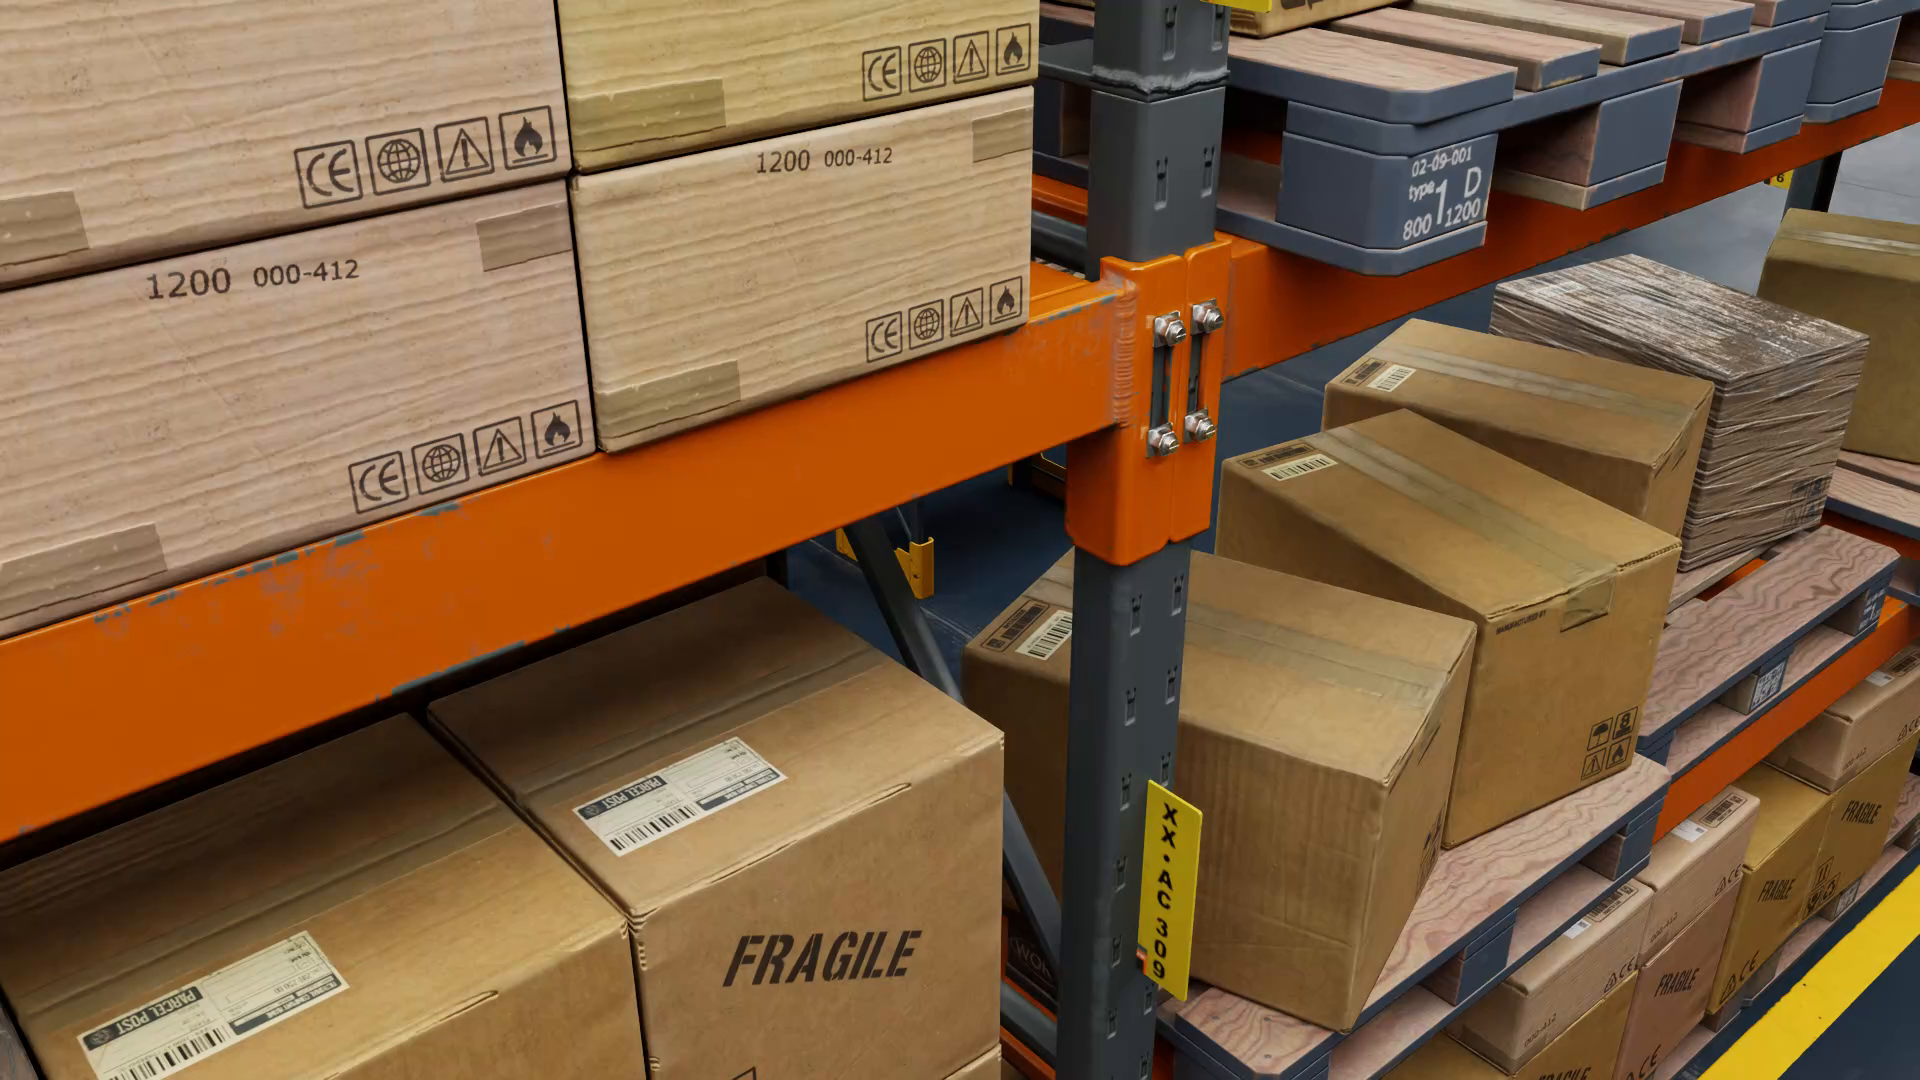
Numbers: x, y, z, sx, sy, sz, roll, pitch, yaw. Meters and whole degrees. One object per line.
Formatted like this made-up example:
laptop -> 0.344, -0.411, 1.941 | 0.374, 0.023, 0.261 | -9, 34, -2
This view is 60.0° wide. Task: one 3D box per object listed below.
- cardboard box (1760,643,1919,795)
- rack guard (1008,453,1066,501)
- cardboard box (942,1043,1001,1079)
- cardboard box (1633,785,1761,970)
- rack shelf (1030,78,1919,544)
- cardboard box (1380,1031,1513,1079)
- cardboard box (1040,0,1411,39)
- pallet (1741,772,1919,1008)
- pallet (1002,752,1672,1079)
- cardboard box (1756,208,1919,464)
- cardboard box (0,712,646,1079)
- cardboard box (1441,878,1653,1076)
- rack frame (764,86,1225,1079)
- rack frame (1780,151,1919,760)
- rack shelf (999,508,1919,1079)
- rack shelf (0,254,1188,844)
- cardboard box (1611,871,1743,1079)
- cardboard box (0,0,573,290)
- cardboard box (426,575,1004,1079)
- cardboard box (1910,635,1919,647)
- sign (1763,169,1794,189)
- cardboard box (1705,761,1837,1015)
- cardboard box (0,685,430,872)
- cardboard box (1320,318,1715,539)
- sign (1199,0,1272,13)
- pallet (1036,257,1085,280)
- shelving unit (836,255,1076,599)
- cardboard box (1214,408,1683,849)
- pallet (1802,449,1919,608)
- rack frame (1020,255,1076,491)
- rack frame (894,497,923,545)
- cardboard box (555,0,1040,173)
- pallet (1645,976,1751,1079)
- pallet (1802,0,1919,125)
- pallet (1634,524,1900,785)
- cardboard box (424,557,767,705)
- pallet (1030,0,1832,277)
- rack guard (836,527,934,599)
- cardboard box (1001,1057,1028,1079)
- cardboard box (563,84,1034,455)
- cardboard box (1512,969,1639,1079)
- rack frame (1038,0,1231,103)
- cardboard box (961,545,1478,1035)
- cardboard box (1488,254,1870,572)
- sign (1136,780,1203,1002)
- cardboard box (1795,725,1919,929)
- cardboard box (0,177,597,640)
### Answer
cardboard box -> 2.365, 0.410, 4.689 | 0.500, 0.250, 0.500 | -20, 34, -33
rack guard -> 0.437, -0.286, 7.520 | 0.087, 0.250, 0.587 | -22, 35, -35
cardboard box -> -0.293, 0.868, 2.337 | 0.500, 0.500, 0.500 | -21, 35, -34
cardboard box -> 1.589, 0.725, 4.101 | 0.500, 0.250, 0.500 | -23, 36, -36
rack shelf -> 1.443, -0.950, 3.426 | 4.000, 0.370, 1.077 | -22, 35, -35
cardboard box -> 0.846, 1.348, 3.730 | 0.500, 0.500, 0.500 | -21, 35, -34
cardboard box -> 0.352, -1.057, 2.205 | 0.600, 0.600, 0.600 | 25, 37, 38
pallet -> 2.372, 0.888, 5.364 | 1.213, 0.211, 1.003 | -22, 35, -35
pallet -> 0.600, 0.547, 3.248 | 1.213, 0.211, 1.003 | -22, 35, -35
cardboard box -> 2.558, -0.553, 4.550 | 0.700, 0.500, 0.500 | 15, 32, 26
cardboard box -> -0.684, 0.587, 1.801 | 0.500, 0.500, 0.500 | -23, 36, -36
cardboard box -> 1.208, 0.878, 3.813 | 0.500, 0.250, 0.500 | -22, 35, -35
rack frame -> -0.079, 0.667, 2.819 | 0.127, 3.000, 1.000 | -22, 35, -35
rack frame -> 2.964, -0.556, 5.109 | 0.127, 3.000, 1.000 | -22, 35, -35
rack shelf -> 1.443, 0.373, 4.133 | 4.000, 0.370, 1.077 | -22, 35, -35
rack shelf -> -1.600, 0.274, 1.136 | 4.000, 0.370, 1.077 | -22, 35, -35
cardboard box -> 1.616, 1.043, 4.301 | 0.500, 0.500, 0.500 | -23, 36, -37
cardboard box -> -0.655, -0.412, 1.285 | 0.500, 0.250, 0.500 | -22, 35, -35
cardboard box -> -0.296, 0.430, 2.096 | 0.500, 0.500, 0.500 | -22, 35, -35
cardboard box -> 3.553, 0.416, 5.760 | 0.500, 0.250, 0.500 | -22, 35, -35
sign -> 2.601, -1.265, 5.206 | 0.005, 0.325, 0.100 | -22, 35, -35
cardboard box -> 2.011, 0.881, 4.605 | 0.500, 0.500, 0.500 | -23, 36, -37
cardboard box -> -1.012, 0.384, 2.183 | 0.500, 0.500, 0.500 | -23, 36, -36
cardboard box -> 1.225, -0.125, 3.749 | 0.700, 0.500, 0.500 | 18, 33, 30
sign -> 0.279, -0.691, 1.630 | 0.005, 0.325, 0.100 | -22, 35, -35
pallet -> 0.366, -1.327, 9.509 | 1.213, 0.211, 1.003 | -22, 35, -35
shelving unit -> 0.058, -0.685, 6.940 | 1.083, 1.500, 0.587 | -22, 35, -35
cardboard box -> 0.909, 0.140, 3.254 | 0.500, 0.500, 0.700 | -16, 32, -27
pallet -> 2.494, -0.239, 4.719 | 1.003, 0.211, 1.213 | -22, 35, -35
rack frame -> 0.452, -0.843, 7.236 | 0.032, 1.500, 0.500 | -22, 35, -35
rack frame -> -0.322, -0.532, 6.654 | 0.032, 1.500, 0.500 | -22, 35, -35
cardboard box -> -0.273, -0.564, 1.569 | 0.500, 0.250, 0.500 | -22, 35, -35
pallet -> 1.444, 1.260, 4.669 | 1.213, 0.211, 1.003 | -22, 35, -35
pallet -> 1.250, -1.065, 3.078 | 1.003, 0.211, 1.213 | -22, 35, -35
pallet -> 1.488, 0.125, 4.037 | 1.213, 0.211, 1.003 | -22, 35, -35
cardboard box -> -0.620, 0.226, 2.479 | 0.500, 0.500, 0.500 | -21, 34, -34
pallet -> 0.463, -0.747, 2.482 | 1.003, 0.211, 1.213 | -22, 35, -35
rack guard -> -0.321, 0.019, 6.950 | 0.087, 0.250, 0.587 | -22, 35, -35
cardboard box -> 0.110, 1.322, 3.779 | 0.500, 0.500, 0.500 | -22, 35, -35
cardboard box -> -0.276, -0.345, 1.690 | 0.500, 0.250, 0.500 | -22, 35, -35
cardboard box -> 1.231, 1.198, 4.011 | 0.500, 0.500, 0.500 | -21, 35, -34
rack frame -> -0.079, -1.979, 1.405 | 0.127, 3.000, 1.000 | -22, 35, -35
cardboard box -> 0.427, 0.373, 2.817 | 0.700, 0.500, 0.500 | 15, 32, 26
cardboard box -> 1.738, -0.341, 4.154 | 0.500, 0.500, 0.700 | -15, 32, -26
sign -> 0.279, 0.478, 2.255 | 0.005, 0.325, 0.100 | -22, 35, -35
cardboard box -> 2.405, 0.722, 4.901 | 0.500, 0.500, 0.500 | -20, 34, -33
cardboard box -> -0.663, -0.196, 1.411 | 0.500, 0.250, 0.500 | -22, 35, -35
